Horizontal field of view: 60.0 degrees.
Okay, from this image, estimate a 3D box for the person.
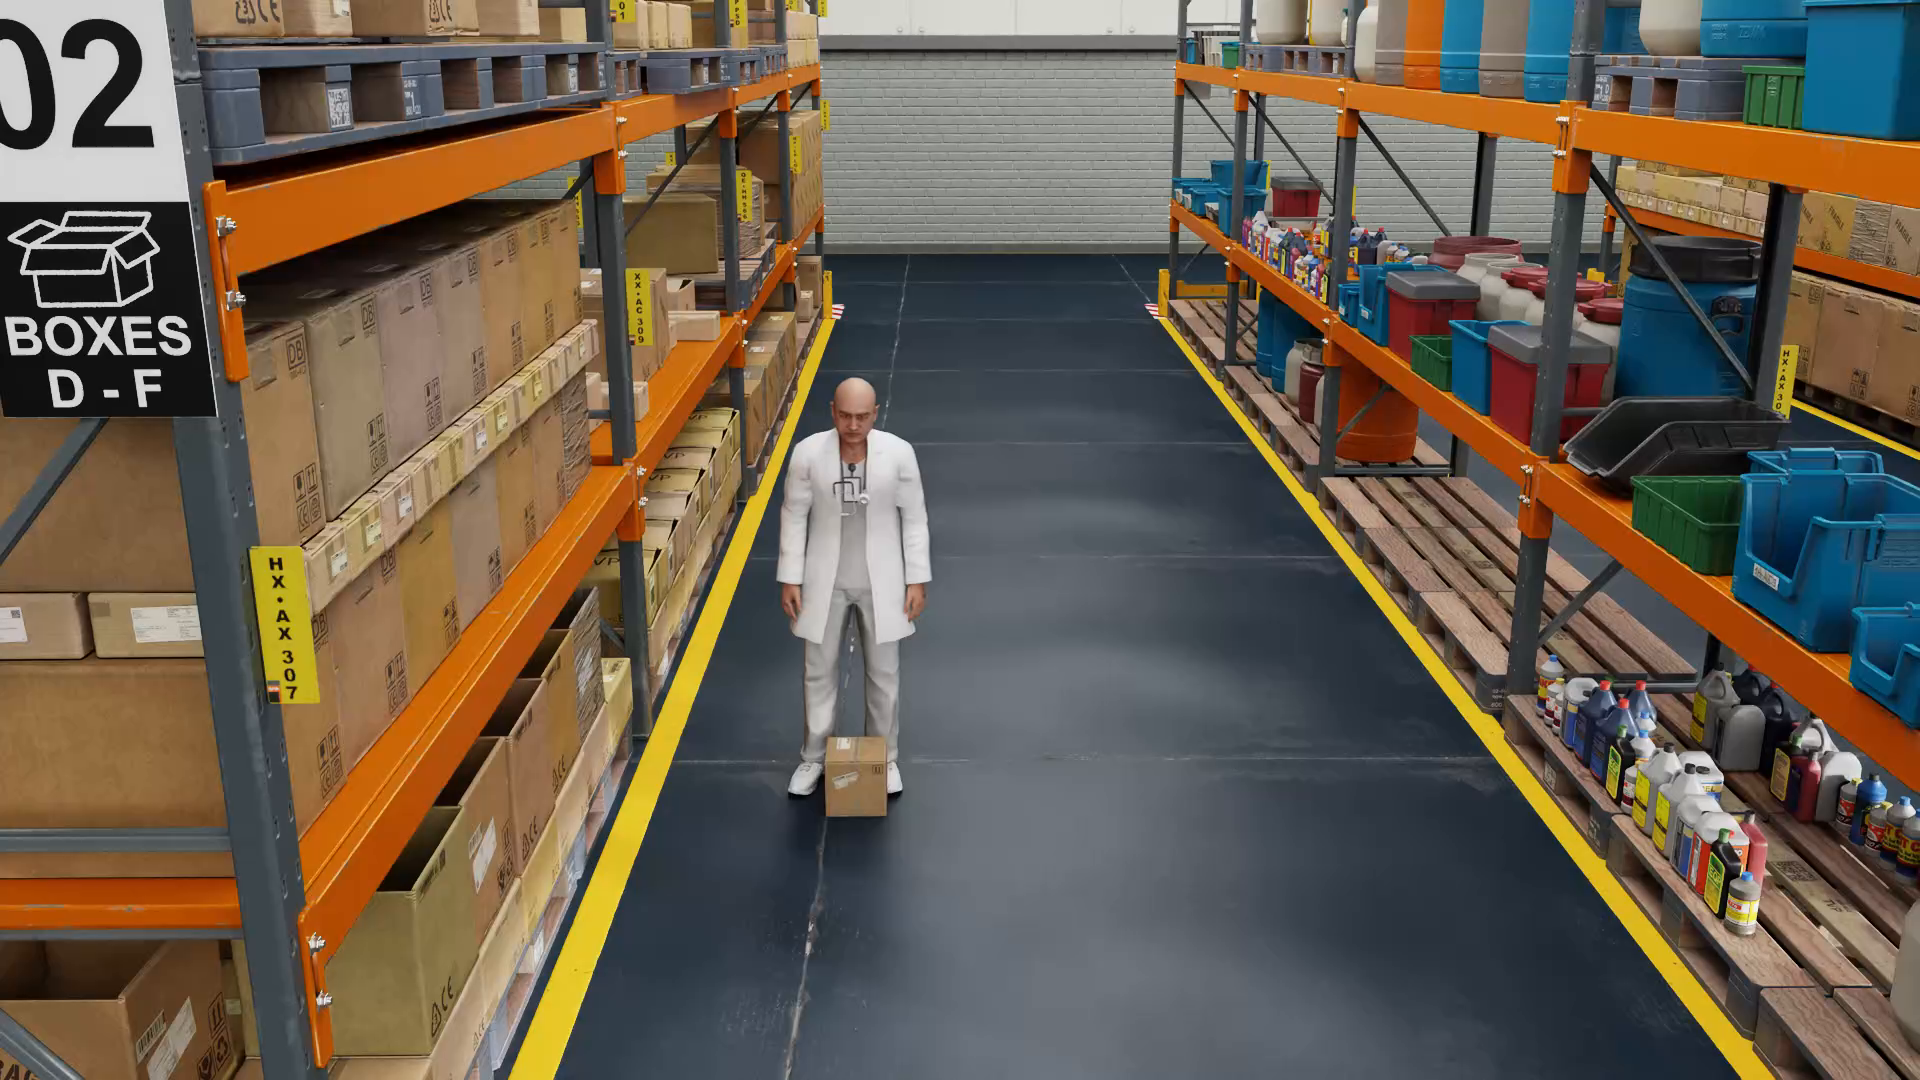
[{"bbox_3d":[-0.443,0.187,6.952,0.648,1.774,0.418,0,17,-1],"label":"person"}]
